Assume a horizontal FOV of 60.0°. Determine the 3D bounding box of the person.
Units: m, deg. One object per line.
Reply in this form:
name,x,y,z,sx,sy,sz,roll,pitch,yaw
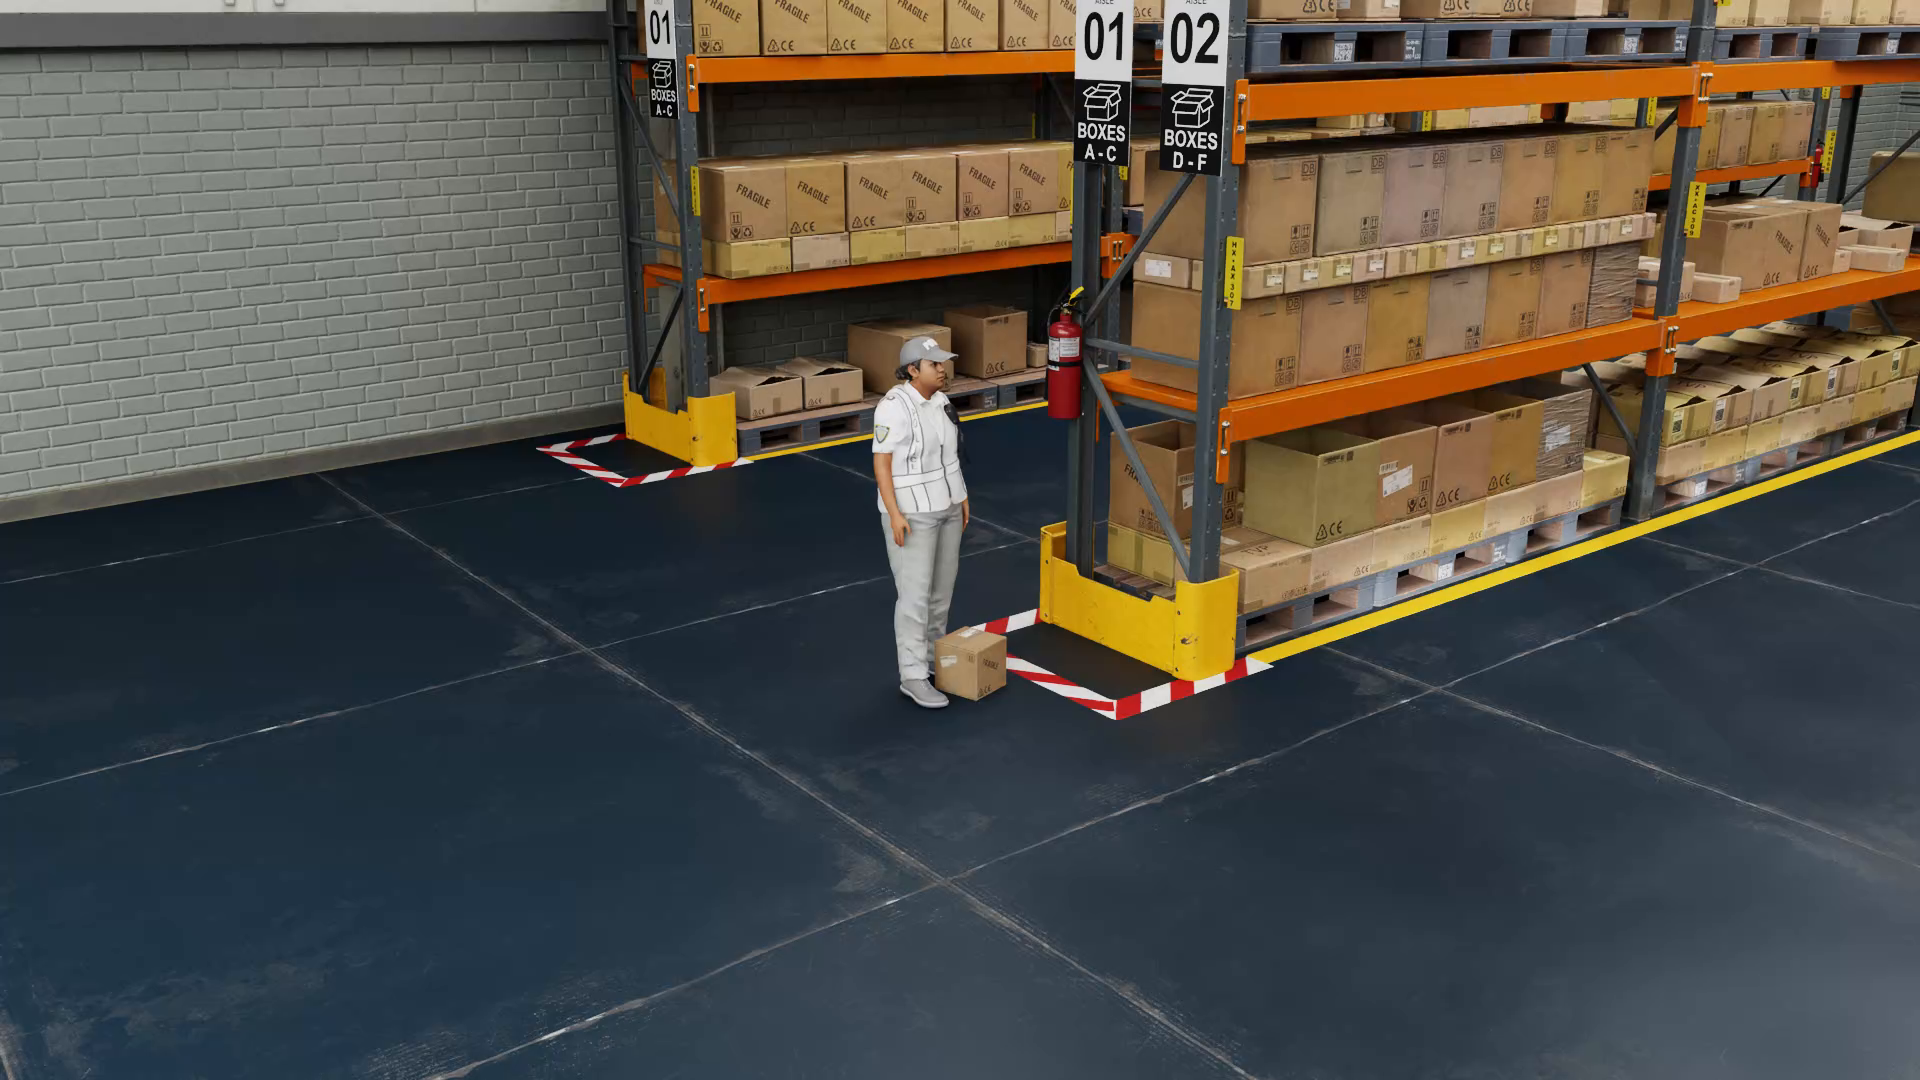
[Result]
person,-0.124,-0.115,7.867,0.529,1.669,0.598,14,22,36
